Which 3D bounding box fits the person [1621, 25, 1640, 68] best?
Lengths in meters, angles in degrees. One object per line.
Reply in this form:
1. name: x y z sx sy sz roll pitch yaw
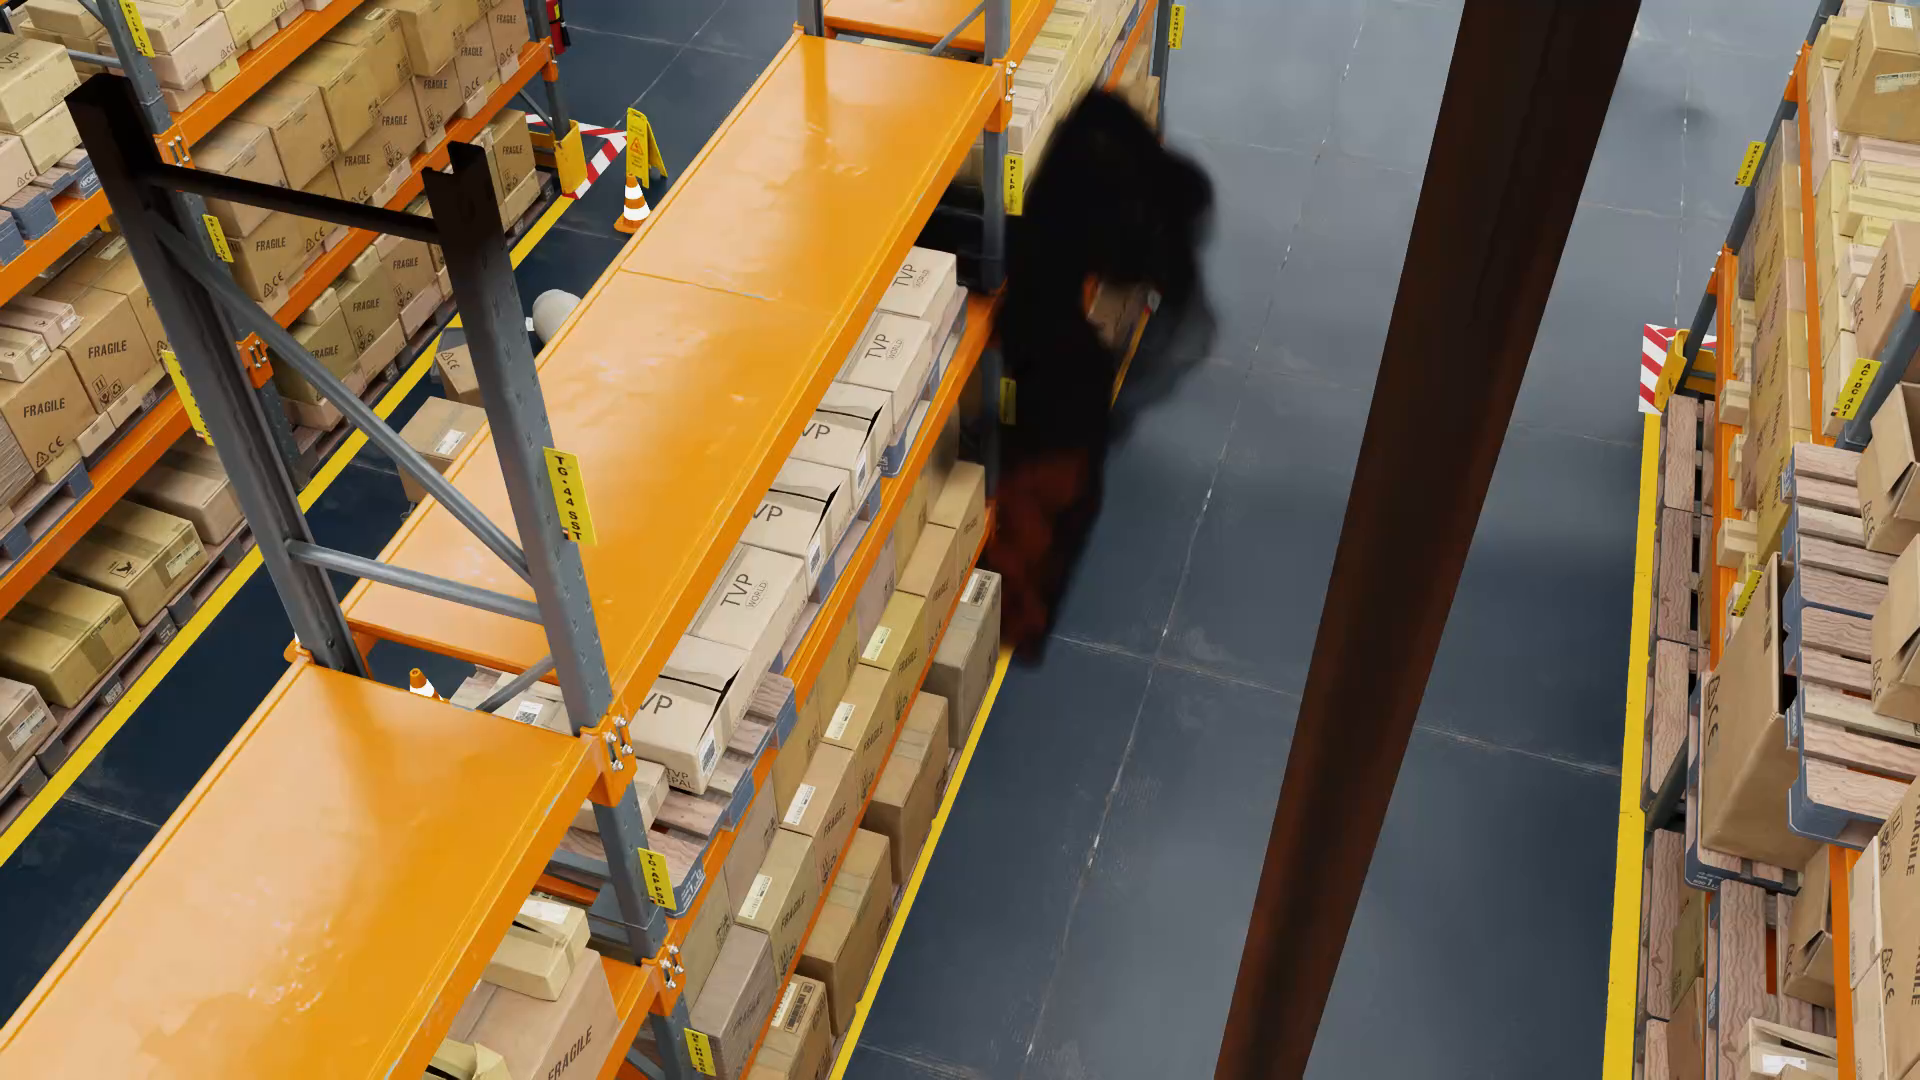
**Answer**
1. person: 5.932 -5.091 14.889 0.575 1.748 0.655 33 54 28
